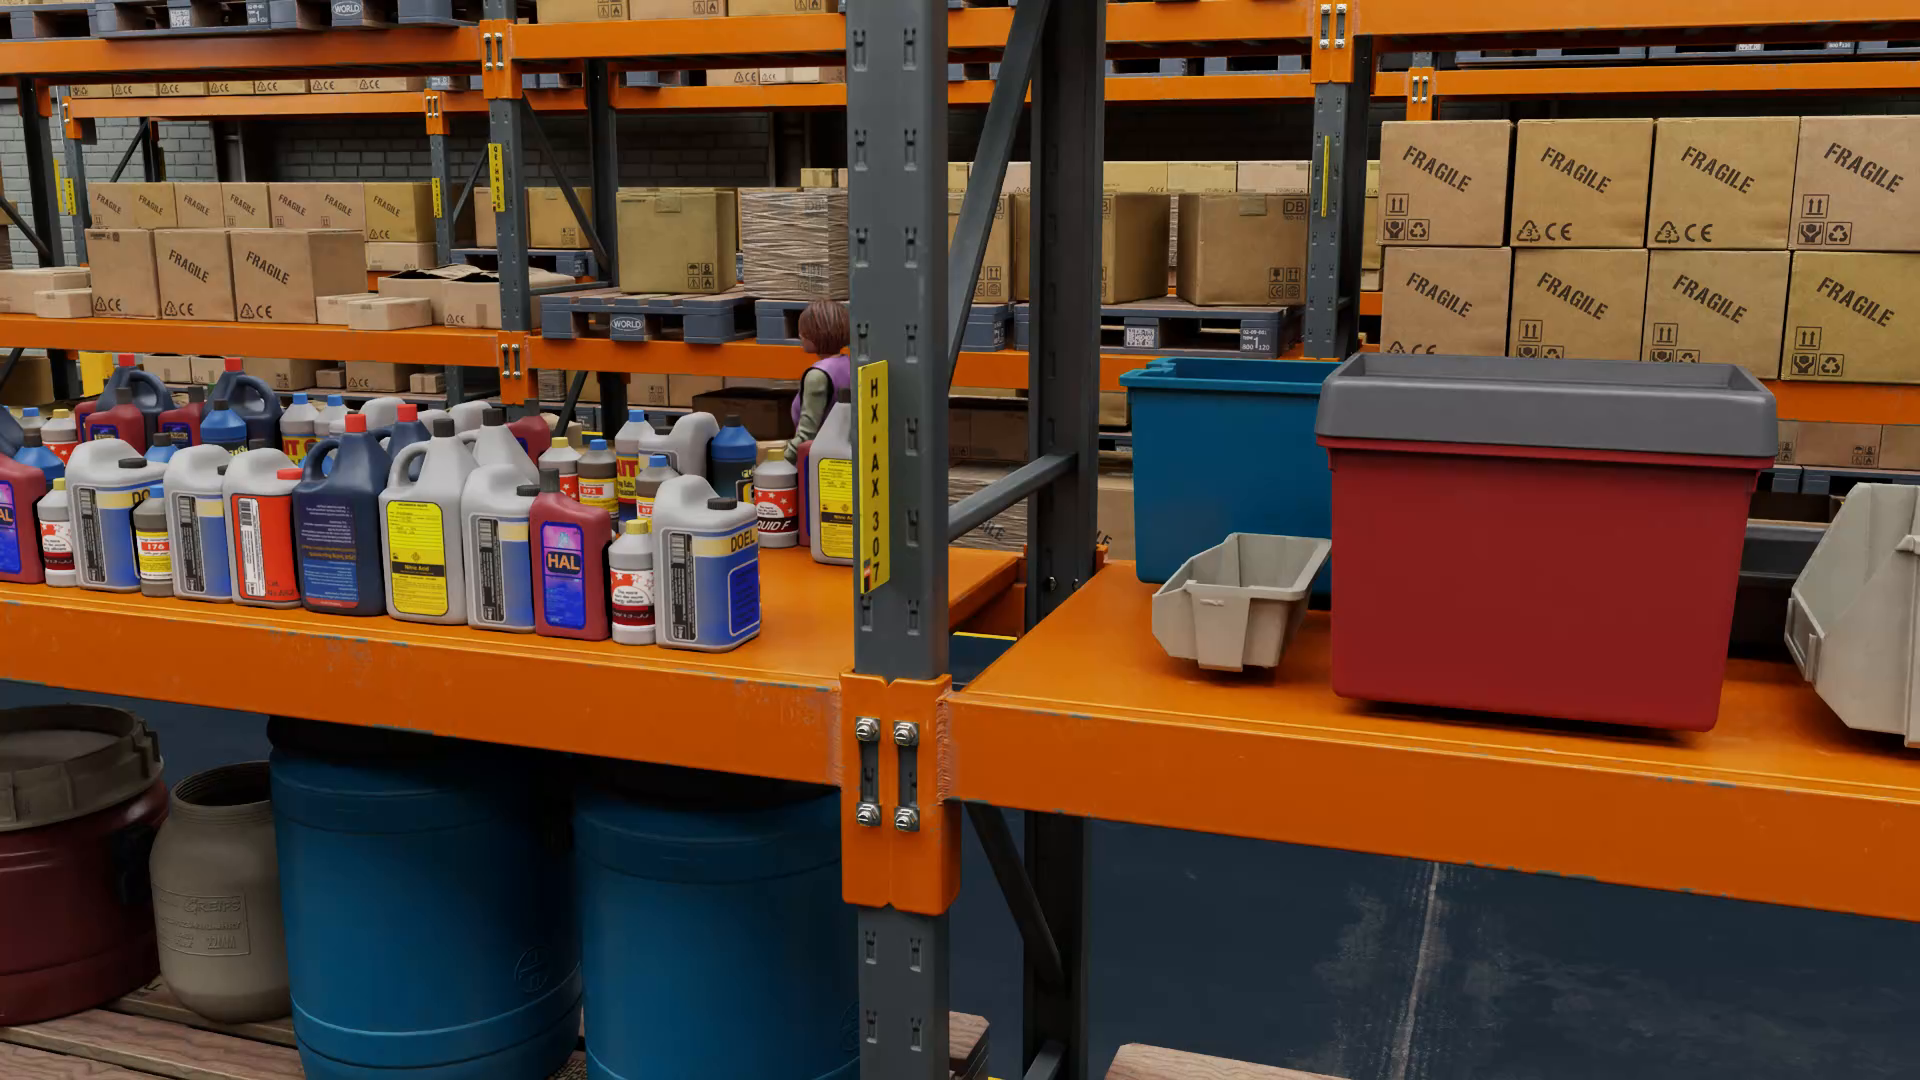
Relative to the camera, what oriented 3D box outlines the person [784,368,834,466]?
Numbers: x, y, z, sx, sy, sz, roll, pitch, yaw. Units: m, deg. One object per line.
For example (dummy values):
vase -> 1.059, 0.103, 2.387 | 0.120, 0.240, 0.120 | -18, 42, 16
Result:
person -> -0.554, -0.059, 6.833 | 0.325, 1.354, 0.442 | 4, 13, 18
